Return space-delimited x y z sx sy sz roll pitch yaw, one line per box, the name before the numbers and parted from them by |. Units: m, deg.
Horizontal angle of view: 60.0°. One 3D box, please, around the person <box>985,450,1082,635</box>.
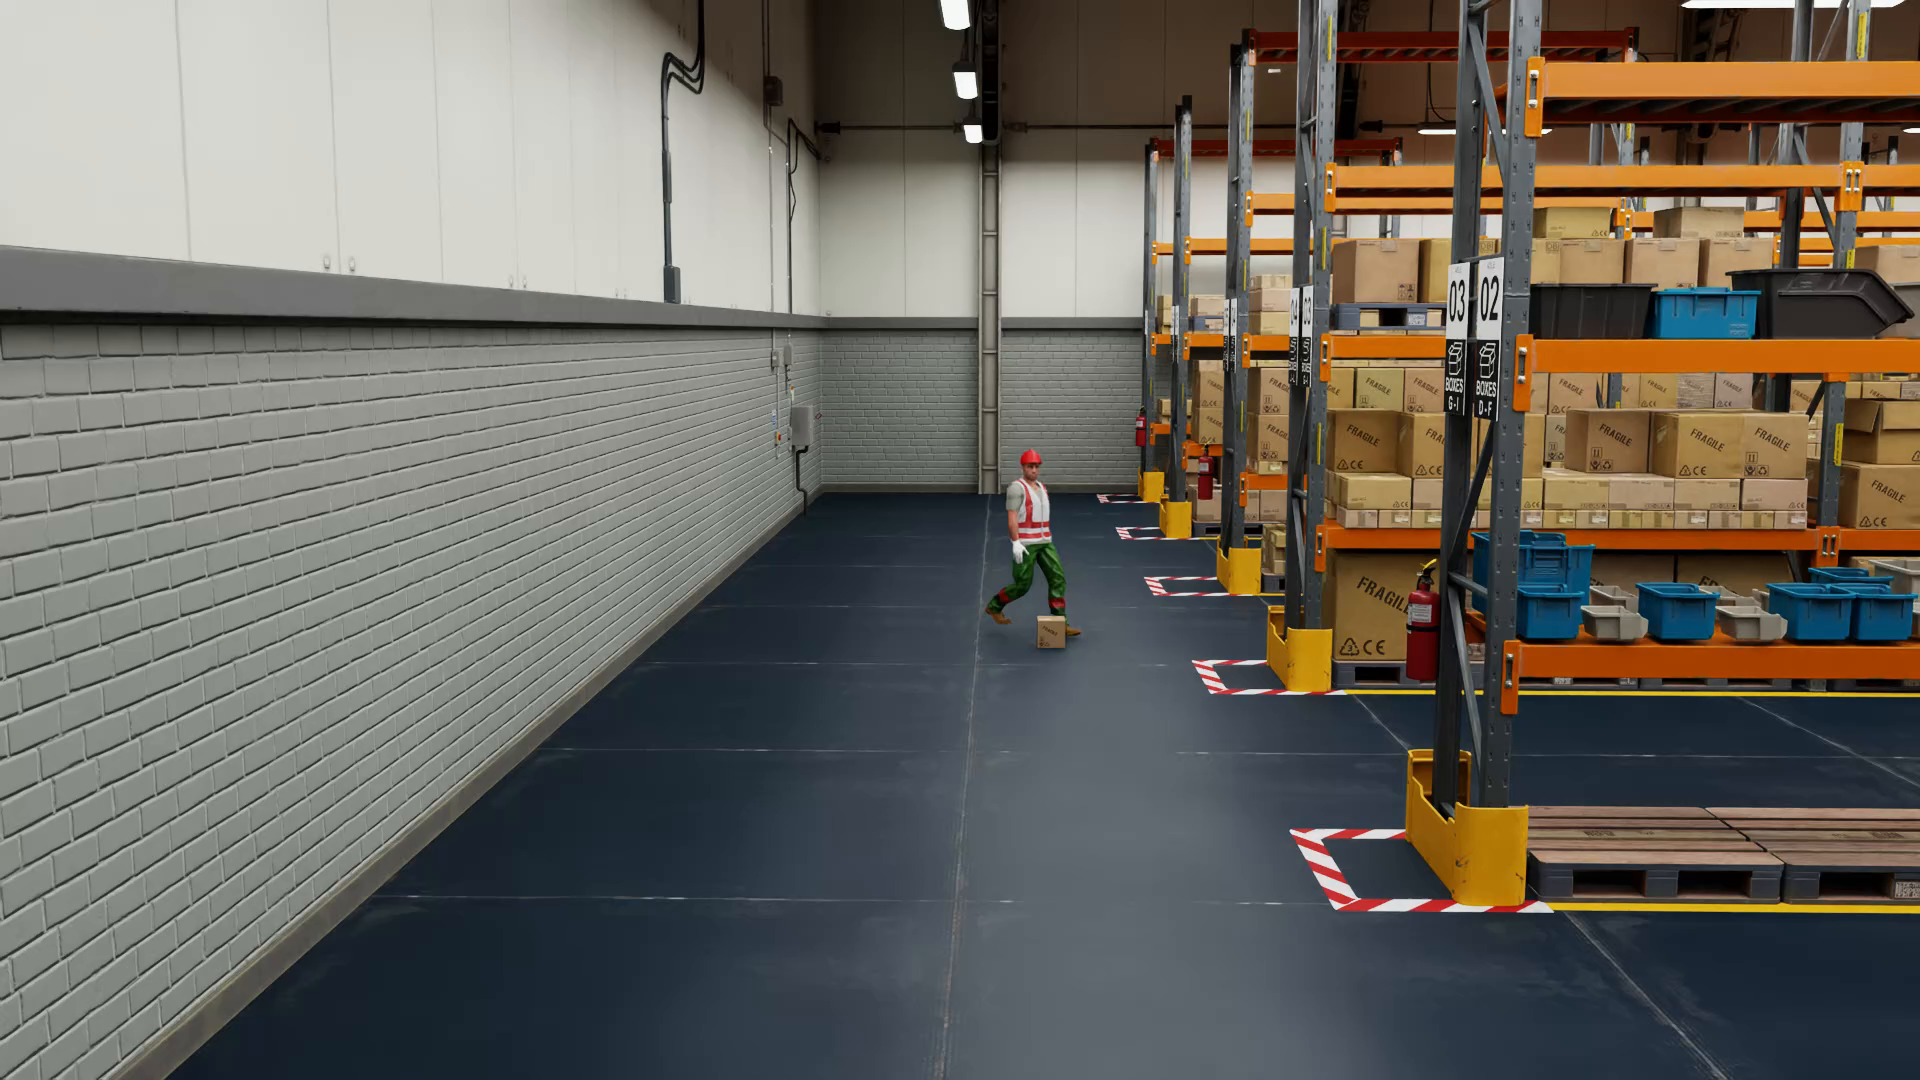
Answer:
person | 0.707 0.031 15.569 0.573 1.738 0.975 -7 10 -44
